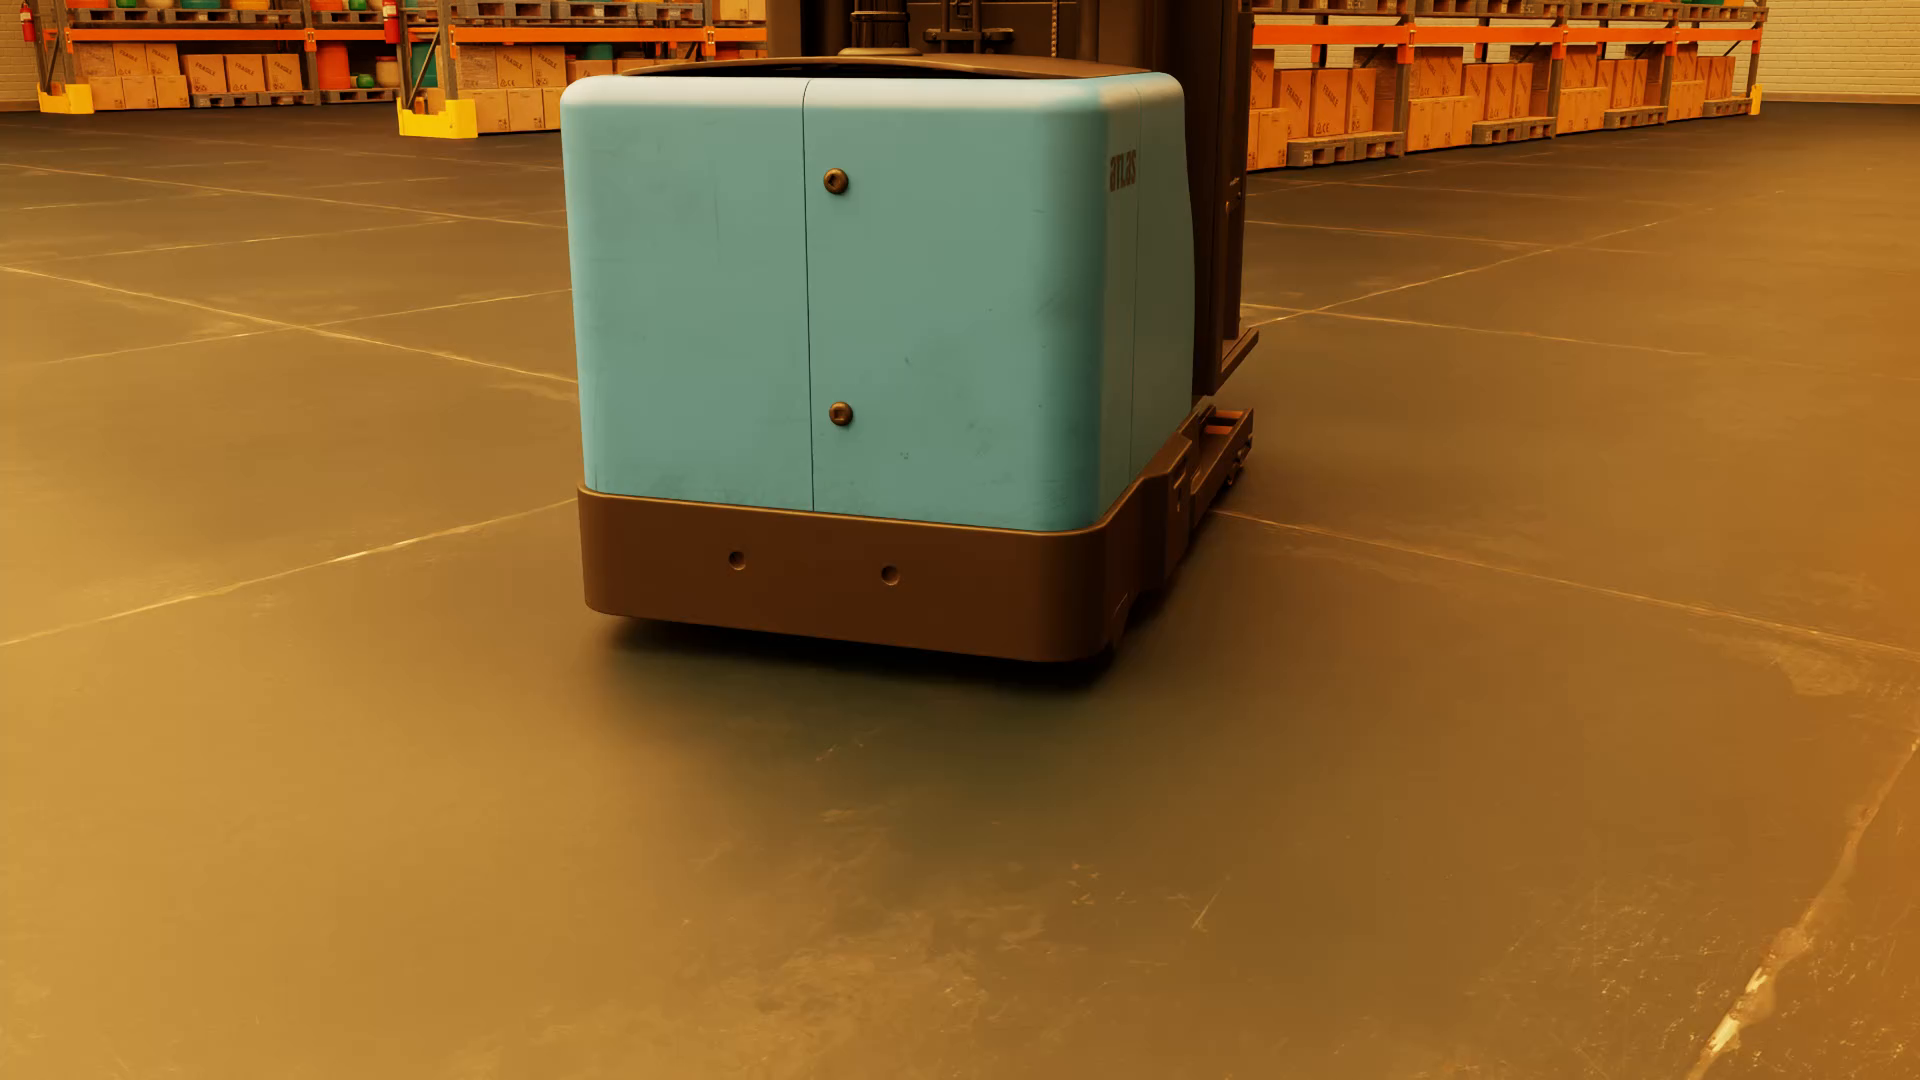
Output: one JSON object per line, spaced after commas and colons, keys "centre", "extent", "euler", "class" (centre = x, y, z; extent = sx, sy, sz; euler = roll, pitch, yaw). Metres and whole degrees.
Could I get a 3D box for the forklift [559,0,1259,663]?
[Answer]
{"centre": [0.182, -1.571, 4.072], "extent": [1.130, 2.935, 3.031], "euler": [5, 18, 17], "class": "forklift"}
